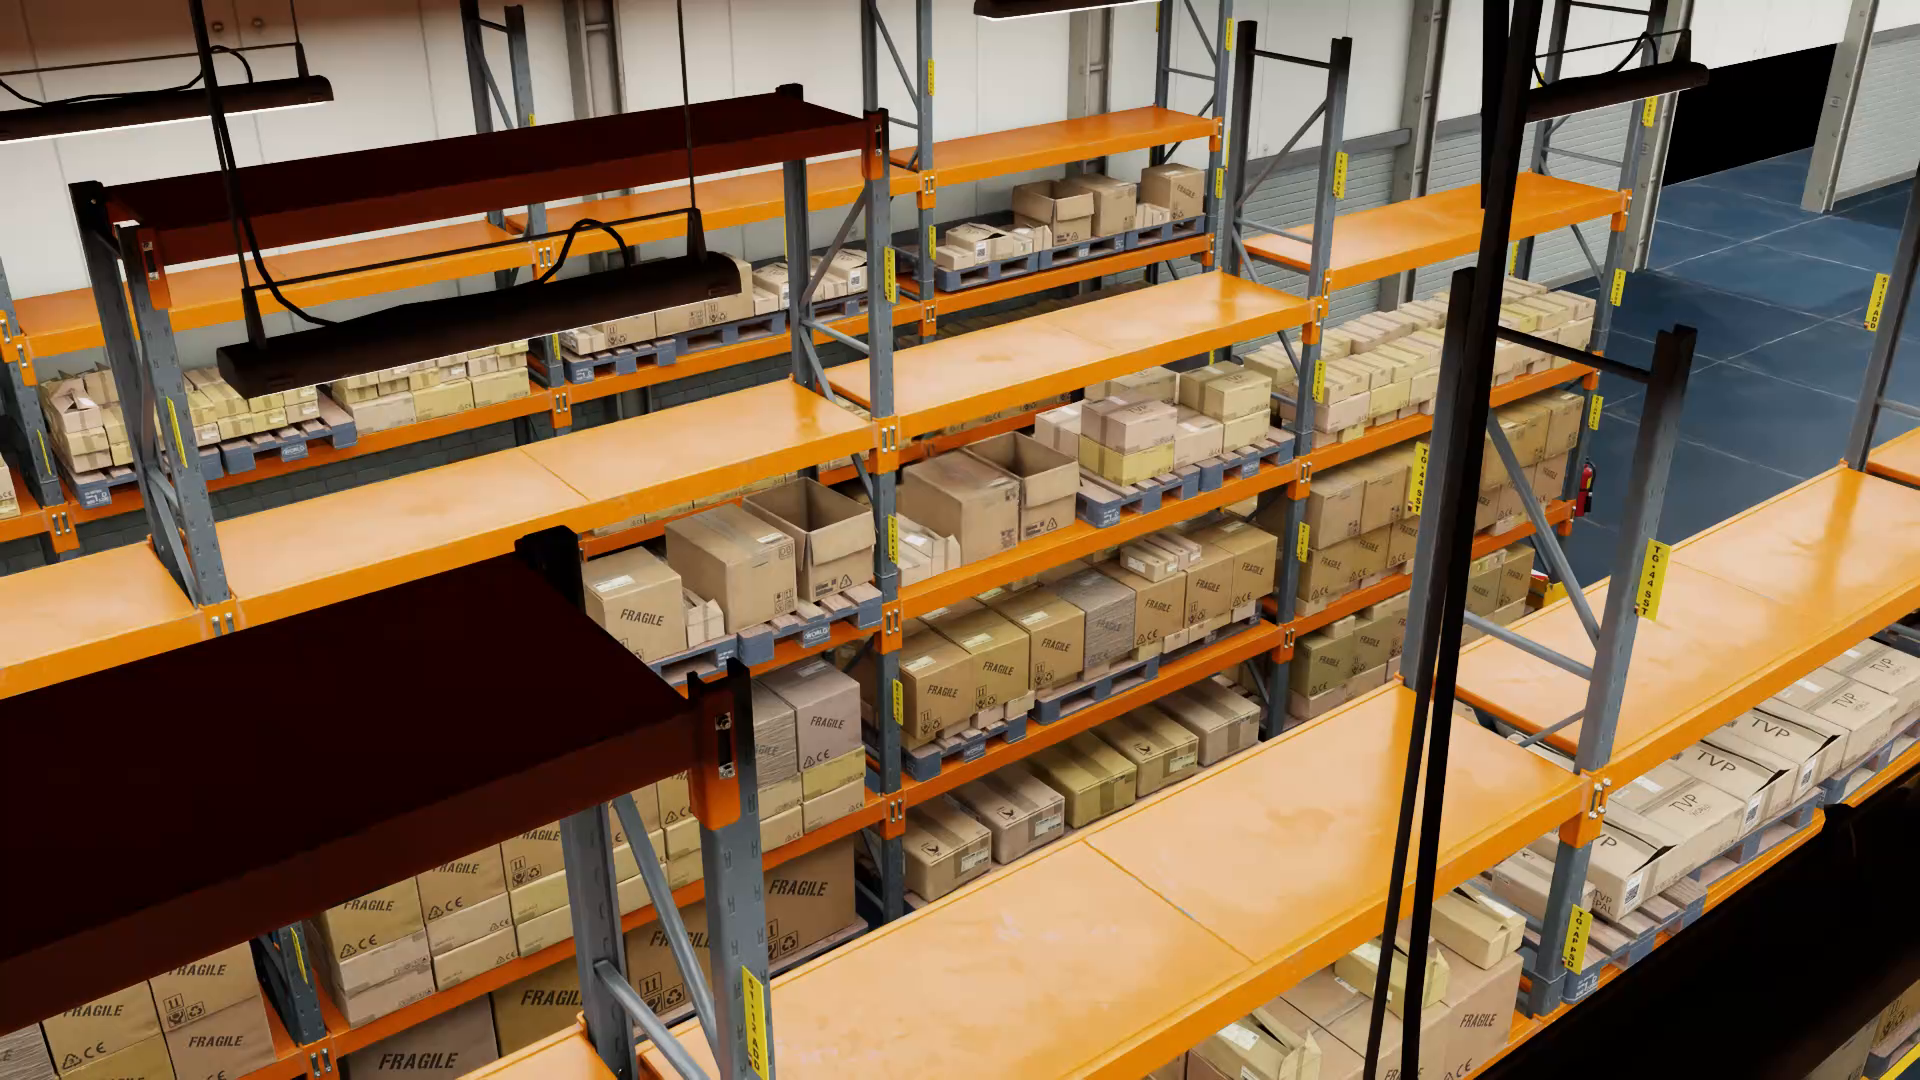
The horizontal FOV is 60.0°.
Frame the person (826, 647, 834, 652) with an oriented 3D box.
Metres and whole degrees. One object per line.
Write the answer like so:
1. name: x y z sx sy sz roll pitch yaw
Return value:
1. person: -1.355 0.336 15.462 0.521 1.802 0.701 20 32 34
